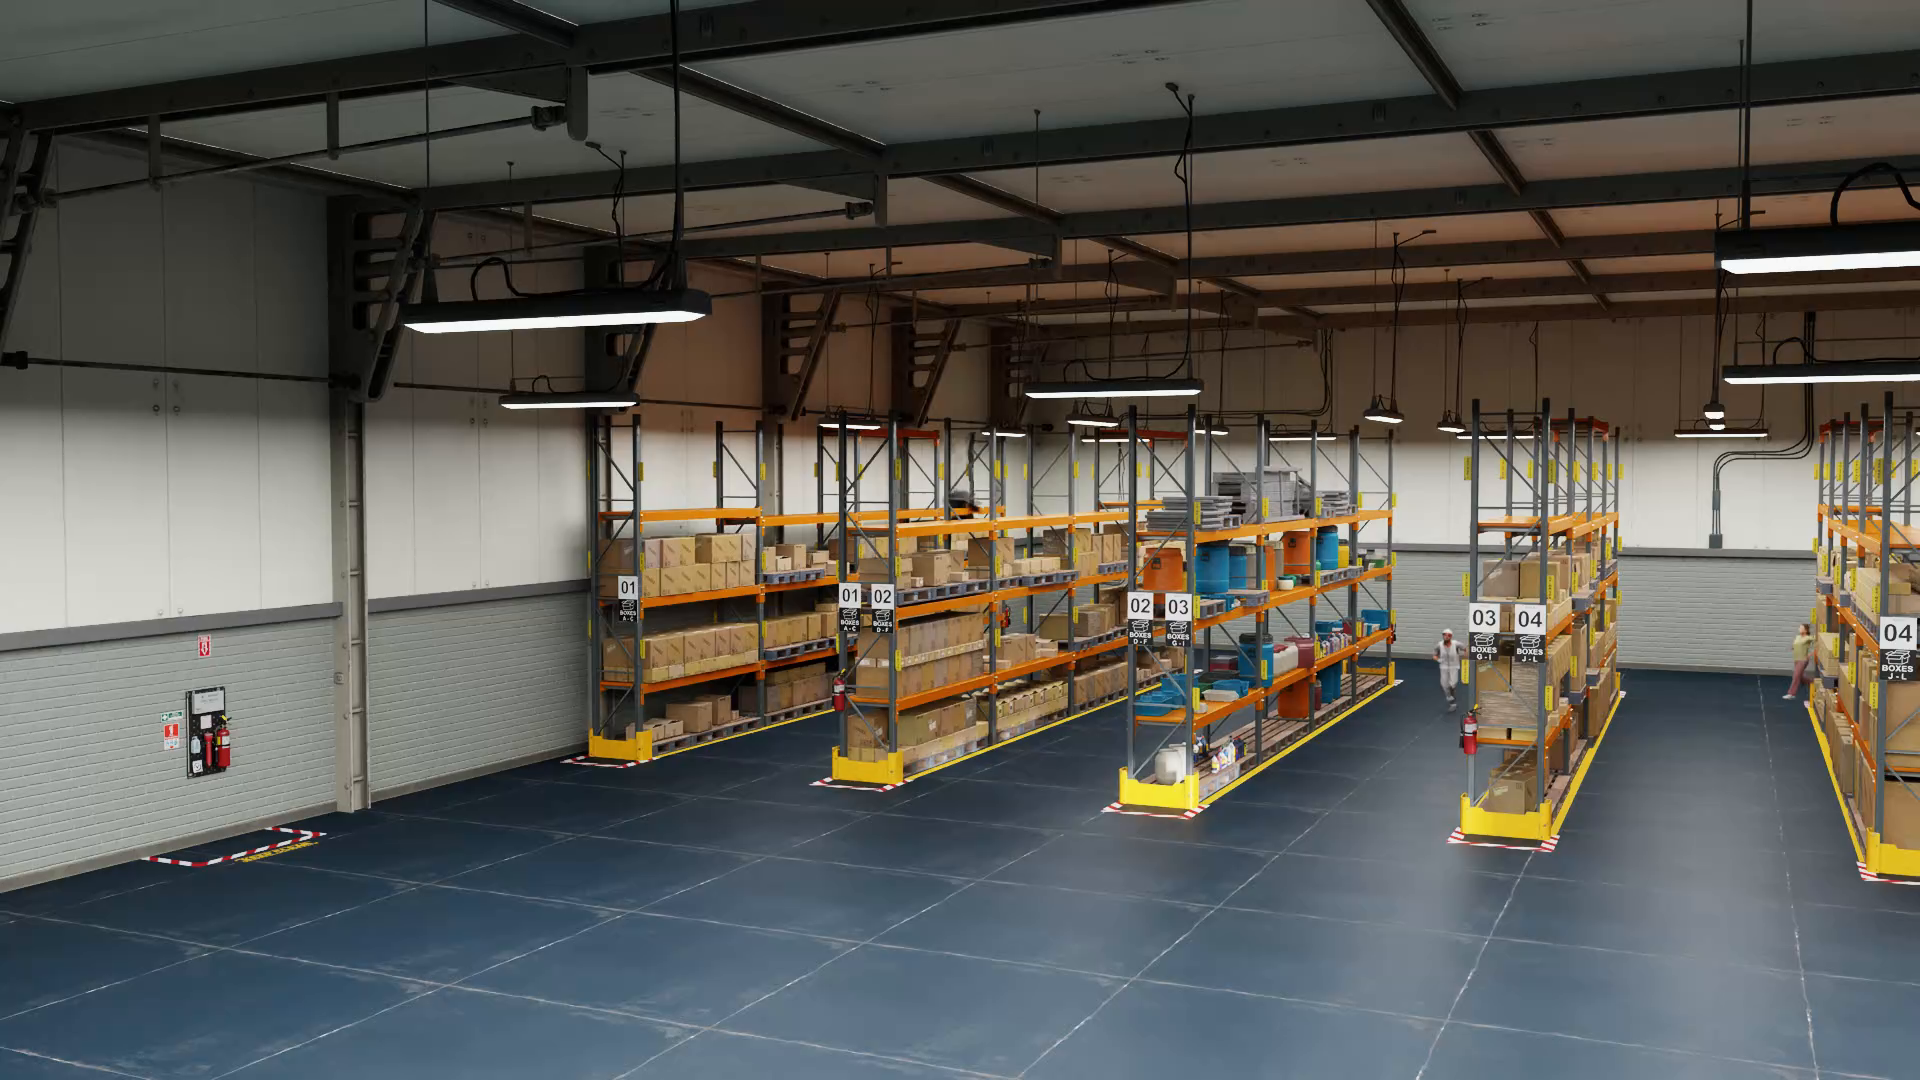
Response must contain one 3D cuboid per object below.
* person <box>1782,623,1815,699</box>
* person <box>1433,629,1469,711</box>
[{"bbox_3d":[18.409,2.643,36.361,0.949,1.642,0.583,-1,2,-12],"label":"person"},{"bbox_3d":[10.172,2.709,34.530,0.707,1.728,0.657,1,3,25],"label":"person"}]
